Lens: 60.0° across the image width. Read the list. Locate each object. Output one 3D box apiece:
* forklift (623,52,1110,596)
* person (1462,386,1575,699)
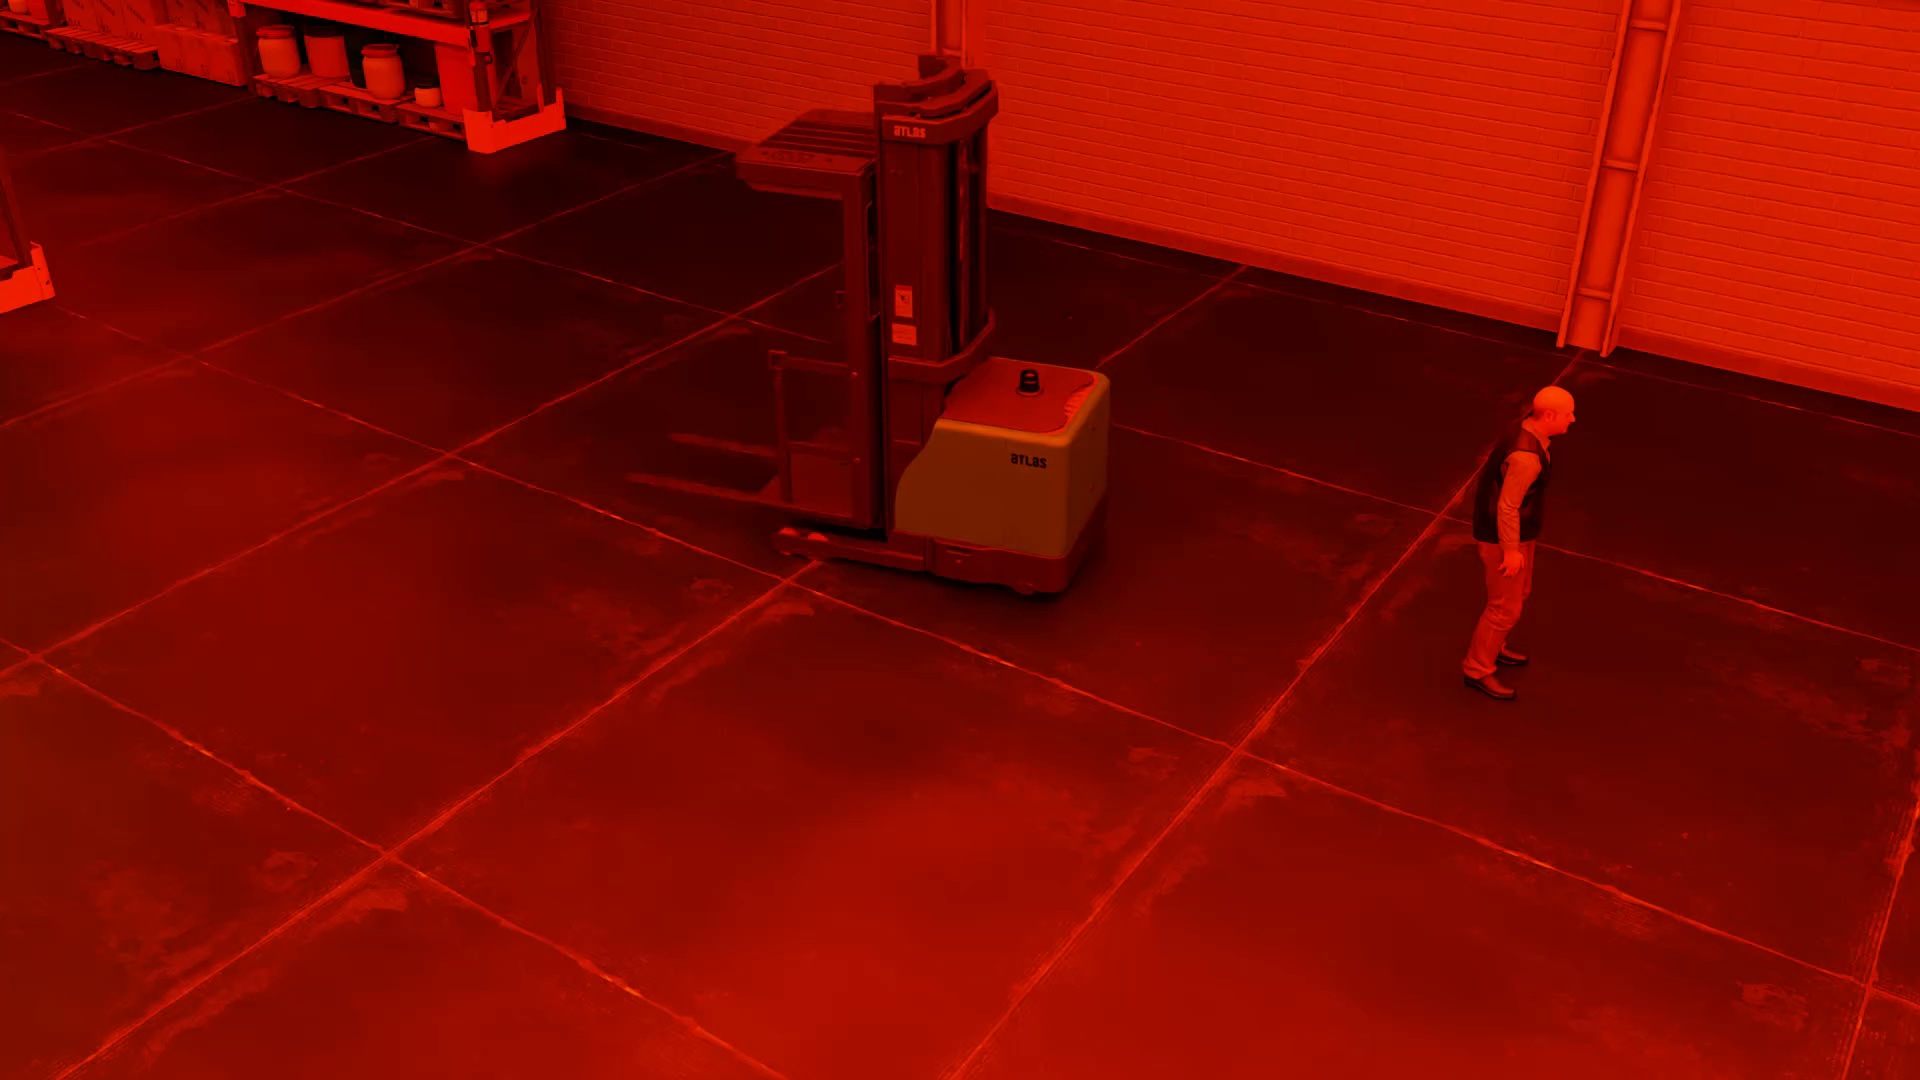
[{"bbox_3d":[-0.646,-1.379,9.957,3.031,2.935,1.130,10,32,17],"label":"forklift"},{"bbox_3d":[2.930,-0.032,8.844,0.426,1.719,0.579,13,33,21],"label":"person"}]
